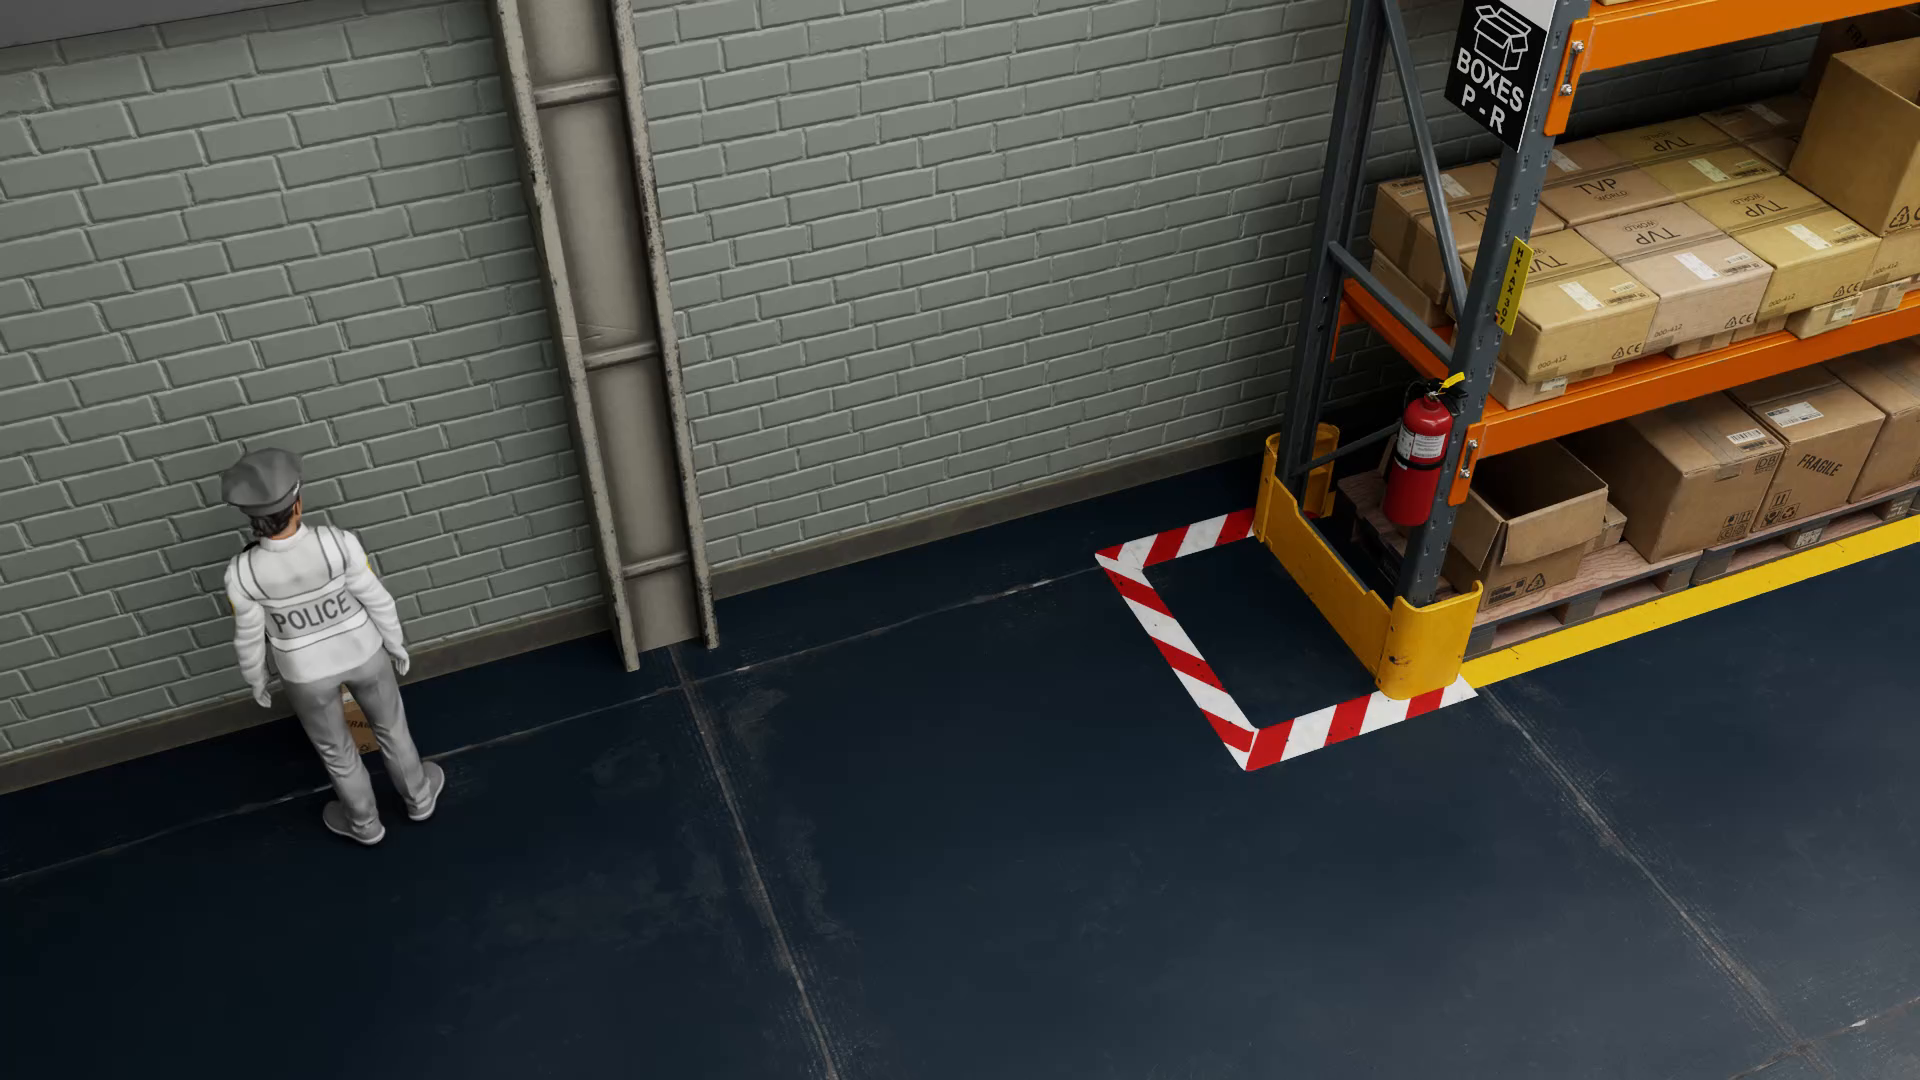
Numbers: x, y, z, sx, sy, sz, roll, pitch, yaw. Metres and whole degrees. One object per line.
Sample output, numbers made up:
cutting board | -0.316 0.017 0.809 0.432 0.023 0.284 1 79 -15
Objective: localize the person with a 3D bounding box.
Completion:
person | -2.157 0.416 5.666 0.523 1.679 0.339 -21 46 -22
